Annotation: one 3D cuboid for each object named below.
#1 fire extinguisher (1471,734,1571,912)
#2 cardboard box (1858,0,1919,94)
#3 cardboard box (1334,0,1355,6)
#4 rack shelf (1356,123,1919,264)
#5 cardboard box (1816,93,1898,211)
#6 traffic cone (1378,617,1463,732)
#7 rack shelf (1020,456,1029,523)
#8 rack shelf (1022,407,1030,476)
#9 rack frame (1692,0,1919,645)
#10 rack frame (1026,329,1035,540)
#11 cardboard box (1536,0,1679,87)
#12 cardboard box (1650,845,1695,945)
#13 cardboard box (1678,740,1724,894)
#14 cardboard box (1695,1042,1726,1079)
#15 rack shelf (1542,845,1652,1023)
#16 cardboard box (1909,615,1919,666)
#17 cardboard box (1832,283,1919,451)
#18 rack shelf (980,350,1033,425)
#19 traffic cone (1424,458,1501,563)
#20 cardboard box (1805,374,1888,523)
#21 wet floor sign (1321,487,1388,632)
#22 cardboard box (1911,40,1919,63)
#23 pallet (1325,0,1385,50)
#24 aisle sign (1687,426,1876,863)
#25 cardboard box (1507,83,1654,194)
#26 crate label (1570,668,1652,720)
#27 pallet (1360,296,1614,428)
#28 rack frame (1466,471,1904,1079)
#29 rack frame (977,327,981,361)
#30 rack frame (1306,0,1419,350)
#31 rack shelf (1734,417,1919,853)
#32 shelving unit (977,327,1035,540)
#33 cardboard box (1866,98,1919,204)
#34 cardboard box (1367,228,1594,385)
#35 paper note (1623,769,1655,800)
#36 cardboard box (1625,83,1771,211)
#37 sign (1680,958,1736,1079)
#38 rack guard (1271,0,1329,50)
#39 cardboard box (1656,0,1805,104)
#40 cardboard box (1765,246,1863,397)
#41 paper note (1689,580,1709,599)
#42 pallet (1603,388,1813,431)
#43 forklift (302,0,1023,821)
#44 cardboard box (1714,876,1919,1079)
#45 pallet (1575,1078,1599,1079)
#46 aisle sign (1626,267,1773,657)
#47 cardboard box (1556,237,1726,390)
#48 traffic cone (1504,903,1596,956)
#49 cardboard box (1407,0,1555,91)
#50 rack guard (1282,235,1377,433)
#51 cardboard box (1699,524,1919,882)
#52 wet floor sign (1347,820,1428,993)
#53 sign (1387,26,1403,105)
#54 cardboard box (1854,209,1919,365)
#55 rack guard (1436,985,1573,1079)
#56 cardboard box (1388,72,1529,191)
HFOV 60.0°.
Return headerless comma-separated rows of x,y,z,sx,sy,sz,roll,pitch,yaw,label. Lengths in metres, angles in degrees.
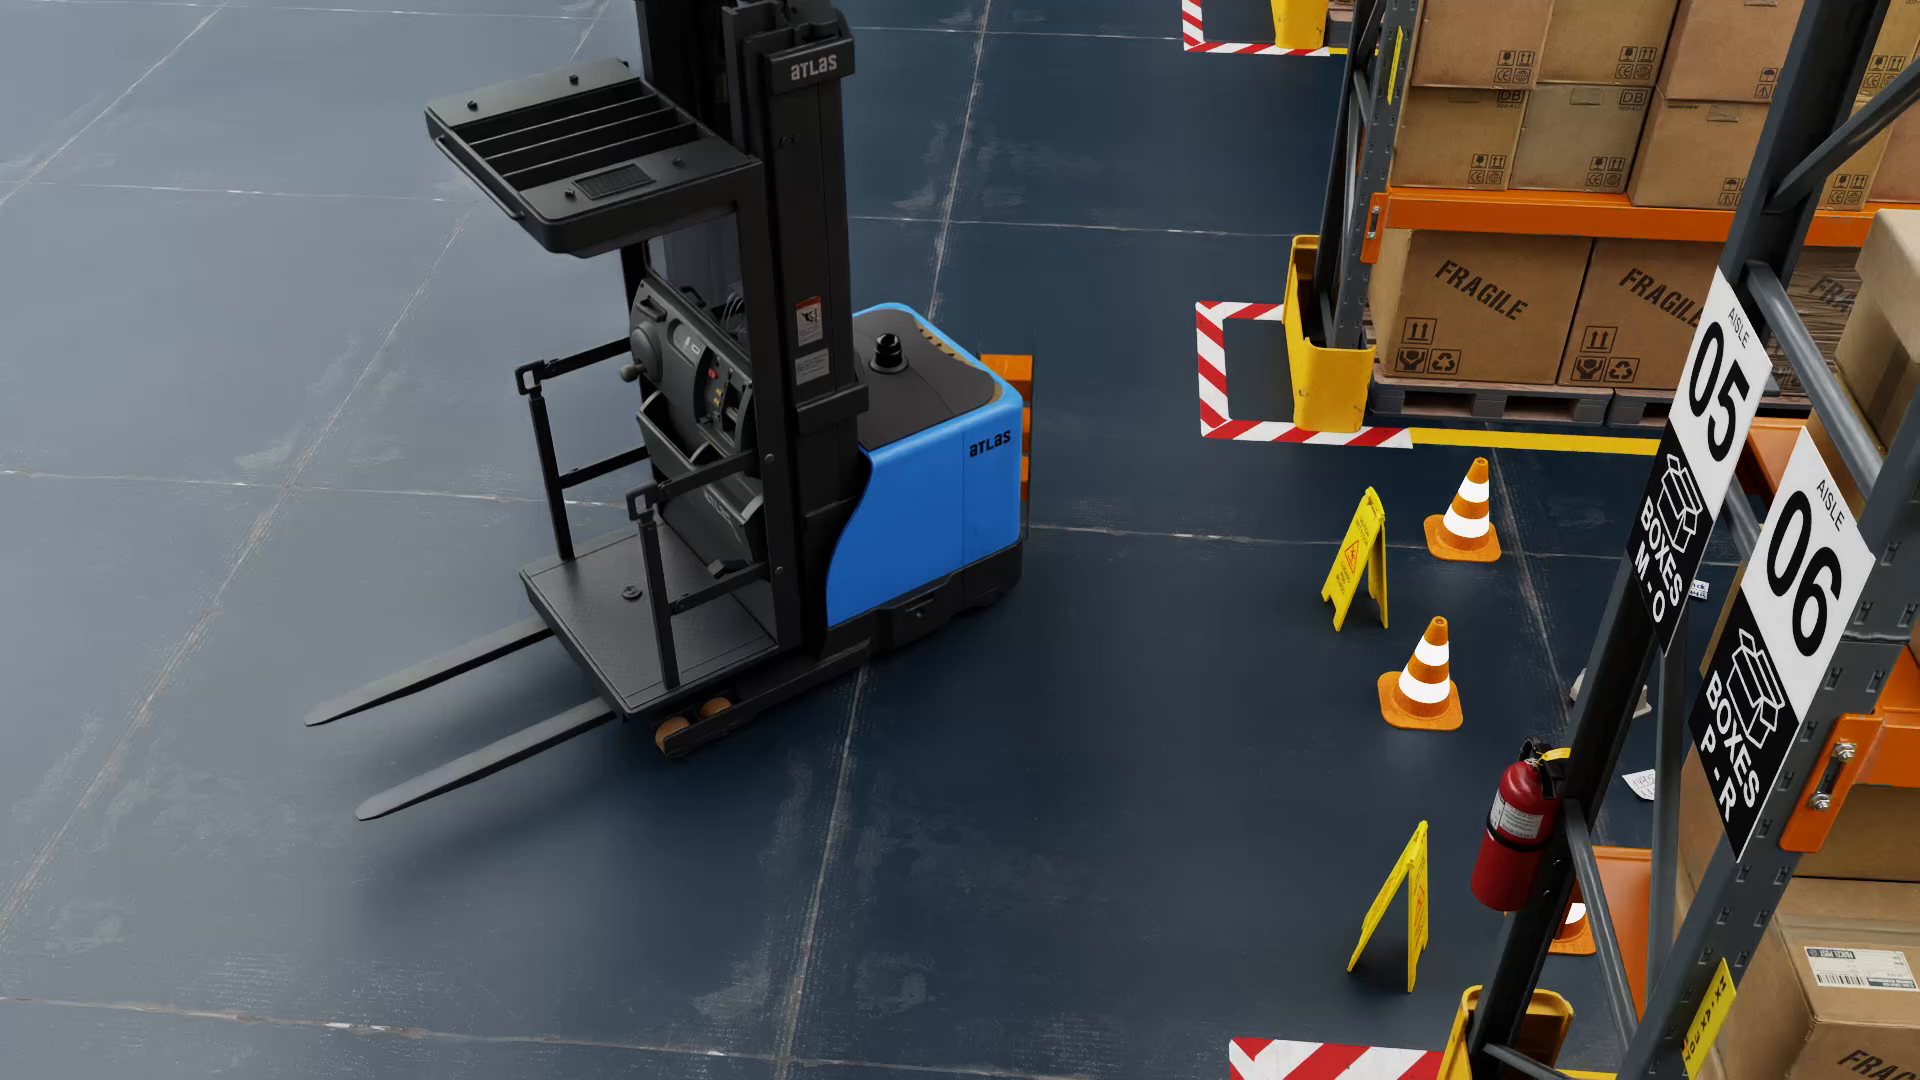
1.583,0.765,4.666,0.183,0.674,0.296,3,39,4,fire extinguisher
3.991,-2.485,7.623,0.500,0.550,0.875,3,39,4,cardboard box
3.133,-4.350,12.536,0.500,0.500,0.500,10,40,12,cardboard box
3.976,-1.700,8.202,4.000,0.370,1.077,3,39,4,rack shelf
3.986,-2.025,7.914,0.500,0.550,0.875,3,39,4,cardboard box
1.954,0.511,6.927,0.334,0.463,0.336,3,39,4,traffic cone
0.204,-0.250,7.853,0.240,0.259,0.215,2,39,3,rack shelf
0.204,-0.466,7.678,0.240,0.259,0.215,2,39,3,rack shelf
1.657,-1.295,2.384,0.127,3.000,1.000,3,39,4,rack frame
0.326,-0.469,7.666,0.008,1.050,0.200,2,39,3,rack frame
2.906,-2.548,7.700,0.550,0.550,0.875,3,39,4,cardboard box
2.048,1.014,4.497,0.250,0.149,0.380,4,39,5,cardboard box
2.222,0.733,4.329,0.500,0.500,0.500,2,39,3,cardboard box
1.978,1.277,4.174,0.250,0.149,0.380,3,39,4,cardboard box
3.650,1.419,4.371,4.000,0.370,1.077,3,39,4,rack shelf
1.960,0.188,3.137,0.250,0.149,0.380,3,39,4,cardboard box
2.190,-0.331,3.458,0.500,0.250,0.500,3,39,3,cardboard box
0.204,-0.686,7.499,0.240,0.259,0.215,2,39,3,rack shelf
2.390,-0.182,7.777,0.334,0.463,0.336,3,39,4,traffic cone
2.037,-0.191,3.602,0.250,0.149,0.380,3,39,4,cardboard box
1.784,0.069,7.324,0.232,0.644,0.267,-3,39,-4,wet floor sign
4.520,-2.461,7.594,0.550,0.550,0.875,3,39,4,cardboard box
3.394,-4.049,12.728,1.213,0.211,1.003,3,39,4,pallet
1.569,0.215,3.221,0.004,0.787,0.394,3,39,4,aisle sign
2.907,-2.138,8.052,0.550,0.550,0.875,3,39,4,cardboard box
2.743,0.641,7.025,0.298,0.136,0.250,-16,42,-19,crate label
2.787,-1.012,8.996,1.213,0.211,1.003,3,39,4,pallet
1.657,1.031,4.277,0.127,3.000,1.000,3,39,4,rack frame
0.082,-0.478,7.677,0.008,1.050,0.200,2,39,3,rack frame
1.984,-2.087,8.109,0.127,3.000,1.000,3,39,4,rack frame
3.650,0.256,3.424,4.000,0.370,1.077,3,39,4,rack shelf
0.204,-0.474,7.671,0.252,1.050,0.215,2,39,3,shelving unit
4.522,-2.060,7.956,0.550,0.550,0.875,3,39,4,cardboard box
2.665,-1.431,8.653,0.875,0.875,0.875,3,39,4,cardboard box
2.771,0.982,6.689,0.142,0.019,0.148,-10,40,-12,paper note
3.454,-2.028,7.917,0.550,0.550,0.875,3,39,4,cardboard box
1.611,1.037,3.585,0.005,0.325,0.100,3,39,4,sign
2.588,-4.228,12.719,0.348,0.500,1.175,3,39,4,rack guard
3.452,-2.432,7.558,0.550,0.550,0.875,3,39,4,cardboard box
4.450,-1.333,8.533,0.875,0.875,0.875,3,39,4,cardboard box
3.358,0.216,7.633,0.142,0.017,0.144,16,42,19,paper note
3.999,-0.944,8.913,1.213,0.211,1.003,3,39,4,pallet
-1.217,-0.626,6.368,3.031,2.935,1.130,-24,45,-26,forklift
2.105,1.077,3.906,0.500,0.500,0.500,3,39,3,cardboard box
2.539,2.183,5.071,1.213,0.211,1.003,3,39,4,pallet
1.620,-0.163,3.685,0.004,0.787,0.394,3,39,4,aisle sign
3.542,-1.384,8.596,0.875,0.875,0.875,3,39,3,cardboard box
2.197,1.227,6.046,0.334,0.463,0.336,3,39,4,traffic cone
2.350,-2.520,7.666,0.550,0.550,0.875,3,39,4,cardboard box
1.960,-1.119,8.900,0.348,0.500,1.175,3,39,4,rack guard
2.185,0.380,3.971,0.500,0.500,0.700,2,39,3,cardboard box
1.560,1.261,5.860,0.232,0.644,0.267,16,42,19,wet floor sign
1.930,-2.105,7.382,0.005,0.325,0.100,3,39,4,sign
2.020,-0.511,3.364,0.250,0.149,0.380,3,39,4,cardboard box
1.733,2.005,5.061,0.348,0.500,1.175,3,39,4,rack guard
2.357,-2.154,8.072,0.550,0.550,0.875,3,39,4,cardboard box
